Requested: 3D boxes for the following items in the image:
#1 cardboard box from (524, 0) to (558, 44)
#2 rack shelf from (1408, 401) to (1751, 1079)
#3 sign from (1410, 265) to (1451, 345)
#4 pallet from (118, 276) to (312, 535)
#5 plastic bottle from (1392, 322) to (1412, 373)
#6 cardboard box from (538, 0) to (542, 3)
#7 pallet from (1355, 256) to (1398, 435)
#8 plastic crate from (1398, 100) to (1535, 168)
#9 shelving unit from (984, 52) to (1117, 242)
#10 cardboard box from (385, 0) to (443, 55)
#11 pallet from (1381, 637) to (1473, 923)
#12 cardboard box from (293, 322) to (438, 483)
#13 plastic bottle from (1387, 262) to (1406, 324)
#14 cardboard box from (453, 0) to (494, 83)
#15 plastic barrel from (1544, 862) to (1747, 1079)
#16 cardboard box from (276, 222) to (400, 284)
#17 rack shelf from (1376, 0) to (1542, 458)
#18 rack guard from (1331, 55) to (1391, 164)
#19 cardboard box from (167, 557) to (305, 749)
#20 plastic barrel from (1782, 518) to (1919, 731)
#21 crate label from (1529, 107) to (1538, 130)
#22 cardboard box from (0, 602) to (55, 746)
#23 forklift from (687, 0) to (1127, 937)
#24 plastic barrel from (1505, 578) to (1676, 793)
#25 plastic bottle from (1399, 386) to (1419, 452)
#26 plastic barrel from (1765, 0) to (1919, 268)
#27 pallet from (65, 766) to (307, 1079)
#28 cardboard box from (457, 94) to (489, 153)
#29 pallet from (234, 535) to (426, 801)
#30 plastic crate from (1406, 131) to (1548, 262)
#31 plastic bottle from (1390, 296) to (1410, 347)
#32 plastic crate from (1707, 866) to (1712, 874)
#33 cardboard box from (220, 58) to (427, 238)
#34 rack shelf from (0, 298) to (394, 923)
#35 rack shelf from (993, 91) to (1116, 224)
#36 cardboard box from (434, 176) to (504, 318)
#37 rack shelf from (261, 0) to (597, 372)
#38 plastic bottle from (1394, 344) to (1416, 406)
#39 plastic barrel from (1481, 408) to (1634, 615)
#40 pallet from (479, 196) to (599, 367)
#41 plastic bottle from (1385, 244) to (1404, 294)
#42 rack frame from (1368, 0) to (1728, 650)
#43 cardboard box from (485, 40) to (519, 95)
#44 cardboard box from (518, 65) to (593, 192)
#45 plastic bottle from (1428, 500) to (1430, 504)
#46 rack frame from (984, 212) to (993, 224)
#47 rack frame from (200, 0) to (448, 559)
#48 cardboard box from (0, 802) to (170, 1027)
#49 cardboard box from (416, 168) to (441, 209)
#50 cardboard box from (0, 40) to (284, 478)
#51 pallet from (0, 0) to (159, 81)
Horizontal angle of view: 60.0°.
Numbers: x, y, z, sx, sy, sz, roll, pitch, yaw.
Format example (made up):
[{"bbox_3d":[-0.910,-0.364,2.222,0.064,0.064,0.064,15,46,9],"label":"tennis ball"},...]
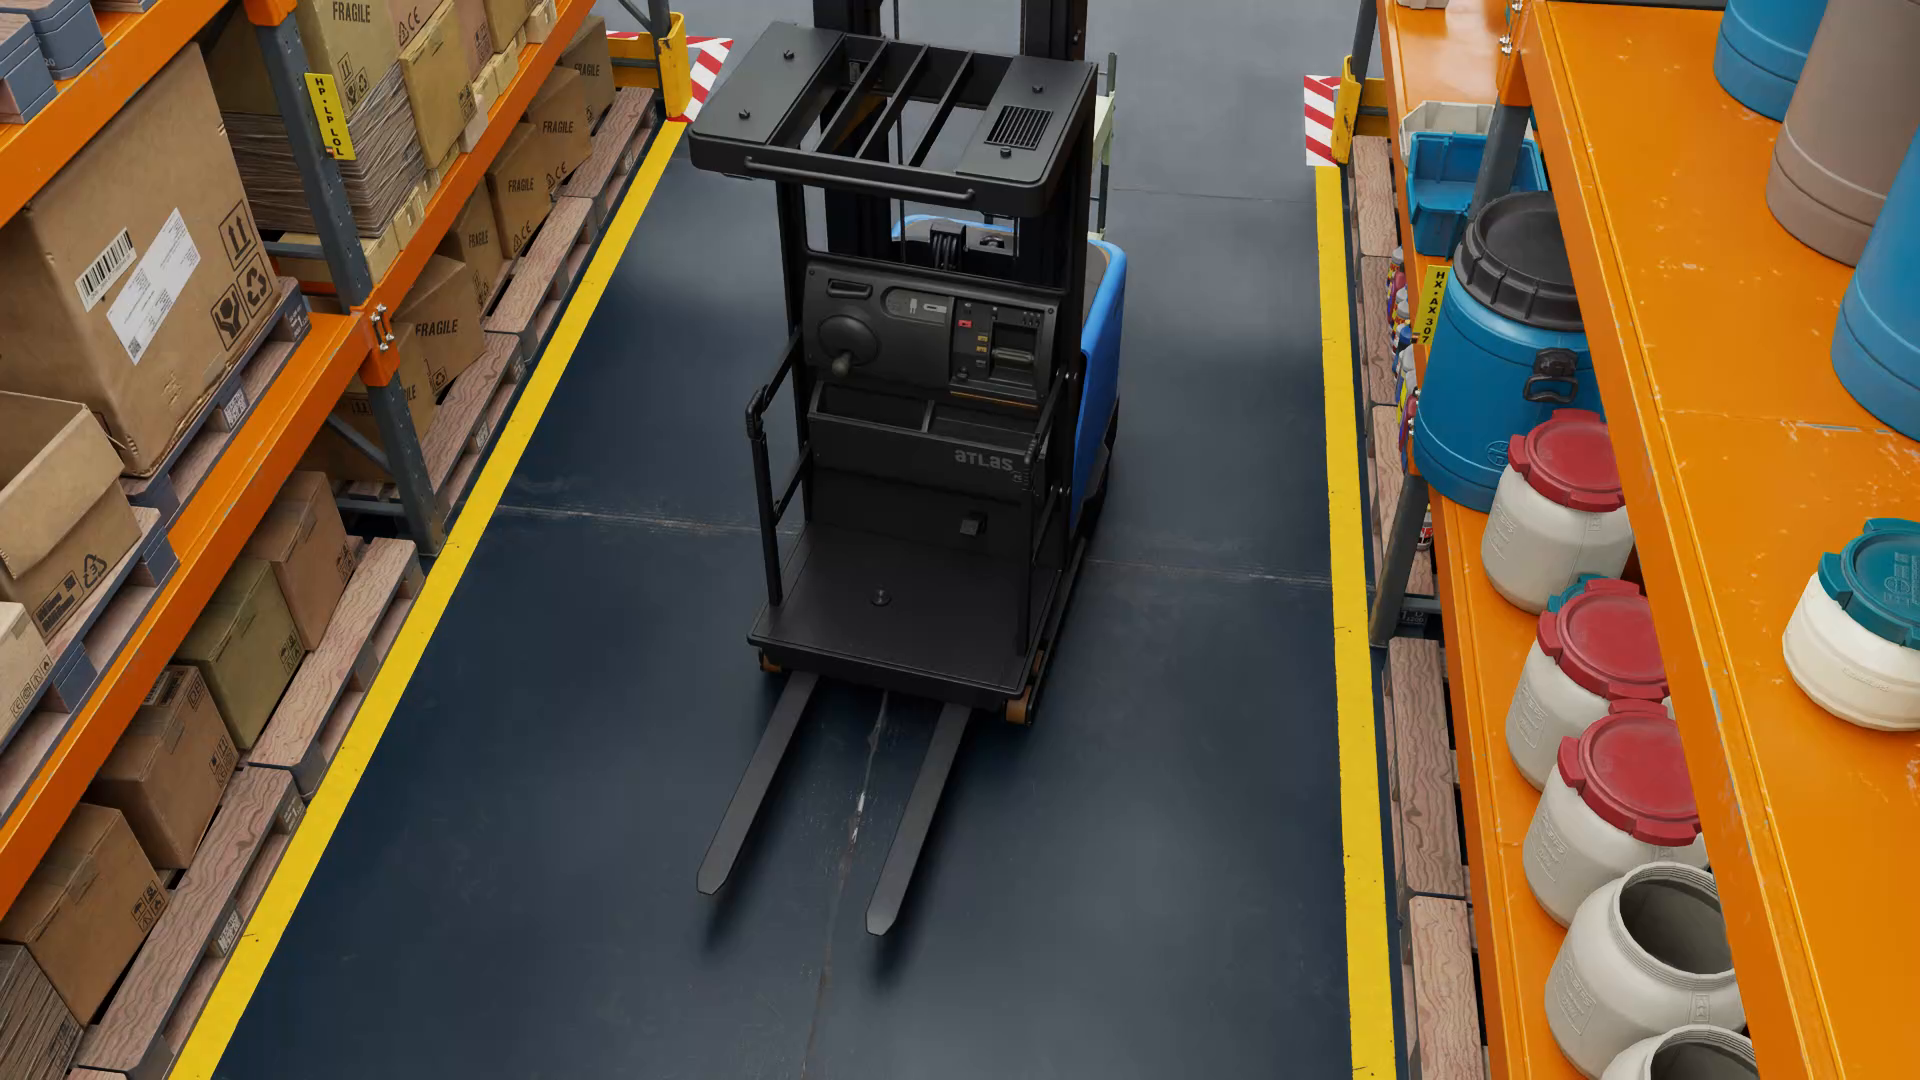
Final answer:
[{"bbox_3d":[-2.136,-2.486,7.876,0.380,0.149,0.250,5,44,6],"label":"cardboard box"},{"bbox_3d":[1.908,0.979,4.558,1.077,0.370,4.000,5,44,6],"label":"rack shelf"},{"bbox_3d":[1.628,-0.803,5.716,0.100,0.325,0.005,5,44,6],"label":"sign"},{"bbox_3d":[-2.983,-0.518,5.755,1.003,0.211,1.213,5,44,6],"label":"pallet"},{"bbox_3d":[2.067,-0.893,7.676,0.097,0.271,0.097,0,43,0],"label":"plastic bottle"},{"bbox_3d":[-2.365,-2.905,7.847,0.875,0.500,0.500,5,44,6],"label":"cardboard box"},{"bbox_3d":[2.461,-0.921,8.069,1.003,0.211,1.213,5,44,6],"label":"pallet"},{"bbox_3d":[2.136,-1.679,7.034,0.530,0.136,0.437,5,44,6],"label":"plastic crate"},{"bbox_3d":[0.399,-1.392,7.630,0.431,1.500,0.755,11,45,11],"label":"shelving unit"},{"bbox_3d":[-2.361,-2.227,6.404,0.500,0.500,0.500,5,44,6],"label":"cardboard box"},{"bbox_3d":[2.107,0.906,6.140,1.003,0.211,1.213,5,44,6],"label":"pallet"},{"bbox_3d":[-2.645,-0.609,7.225,0.500,0.500,0.500,4,44,4],"label":"cardboard box"},{"bbox_3d":[2.104,-1.185,7.975,0.061,0.283,0.133,6,44,6],"label":"plastic bottle"},{"bbox_3d":[-2.549,-2.228,7.133,0.875,0.500,0.500,5,44,6],"label":"cardboard box"},{"bbox_3d":[1.623,1.033,3.897,0.421,0.512,0.421,0,43,0],"label":"plastic barrel"},{"bbox_3d":[-2.411,-1.124,6.438,0.380,0.149,0.250,5,44,6],"label":"cardboard box"},{"bbox_3d":[2.437,-1.747,7.437,1.077,0.370,4.000,5,44,6],"label":"rack shelf"},{"bbox_3d":[2.738,-2.408,9.429,1.175,0.500,0.348,5,44,6],"label":"rack guard"},{"bbox_3d":[-2.922,0.392,6.152,0.700,0.500,0.500,5,44,5],"label":"cardboard box"},{"bbox_3d":[1.580,0.154,2.825,0.301,0.262,0.301,0,43,0],"label":"plastic barrel"},{"bbox_3d":[2.726,-2.105,7.266,0.502,0.435,0.616,5,44,6],"label":"crate label"},{"bbox_3d":[-2.817,0.411,4.438,0.500,0.250,0.500,4,44,4],"label":"cardboard box"},{"bbox_3d":[-0.169,-0.648,5.803,1.130,2.935,3.031,11,45,11],"label":"forklift"},{"bbox_3d":[1.731,0.437,4.508,0.433,0.535,0.433,0,43,0],"label":"plastic barrel"},{"bbox_3d":[1.977,-0.529,7.283,0.061,0.283,0.133,8,44,8],"label":"plastic bottle"},{"bbox_3d":[2.234,-1.105,3.689,0.600,0.901,0.600,0,43,0],"label":"plastic barrel"},{"bbox_3d":[-2.998,1.282,5.743,1.003,0.211,1.213,5,44,6],"label":"pallet"},{"bbox_3d":[-2.262,-1.804,7.156,0.380,0.149,0.250,5,44,6],"label":"cardboard box"},{"bbox_3d":[-2.839,0.448,6.624,1.003,0.211,1.213,5,44,6],"label":"pallet"},{"bbox_3d":[2.049,-1.370,6.624,0.499,0.251,0.616,5,44,6],"label":"plastic crate"},{"bbox_3d":[2.094,-1.031,7.822,0.097,0.271,0.097,0,43,0],"label":"plastic bottle"},{"bbox_3d":[2.222,0.644,4.542,0.450,0.188,0.662,5,44,6],"label":"plastic crate"},{"bbox_3d":[-2.617,-1.541,6.407,0.875,0.500,0.500,5,44,6],"label":"cardboard box"},{"bbox_3d":[-3.002,0.529,5.033,1.077,0.370,4.000,5,44,6],"label":"rack shelf"},{"bbox_3d":[0.399,-1.676,7.361,0.431,0.370,0.720,11,45,11],"label":"rack shelf"},{"bbox_3d":[-2.572,-1.431,8.092,0.500,0.500,0.500,2,43,2],"label":"cardboard box"},{"bbox_3d":[-2.473,-2.197,7.912,1.077,0.370,4.000,5,44,6],"label":"rack shelf"},{"bbox_3d":[2.065,-0.742,7.514,0.152,0.276,0.135,6,44,6],"label":"plastic bottle"},{"bbox_3d":[1.828,-0.063,5.036,0.433,0.535,0.433,0,43,0],"label":"plastic barrel"},{"bbox_3d":[-2.525,-1.378,8.552,1.003,0.211,1.213,5,44,6],"label":"pallet"},{"bbox_3d":[2.152,-1.333,8.141,0.097,0.271,0.097,0,43,0],"label":"plastic bottle"},{"bbox_3d":[2.172,-0.645,5.750,1.000,3.000,0.127,5,44,6],"label":"rack frame"},{"bbox_3d":[-2.226,-2.147,7.519,0.380,0.149,0.250,5,44,6],"label":"cardboard box"},{"bbox_3d":[-2.353,-2.232,8.938,0.500,0.500,0.500,16,46,16],"label":"cardboard box"},{"bbox_3d":[1.972,-0.308,7.001,0.144,0.351,0.185,4,44,4],"label":"plastic bottle"},{"bbox_3d":[0.301,-1.150,7.374,0.400,1.500,0.023,11,45,11],"label":"rack frame"},{"bbox_3d":[-2.737,-1.096,6.225,1.000,3.000,0.127,5,44,6],"label":"rack frame"},{"bbox_3d":[-3.069,1.154,5.348,0.700,0.500,0.500,9,44,9],"label":"cardboard box"},{"bbox_3d":[-2.359,-1.466,6.799,0.380,0.149,0.250,5,44,6],"label":"cardboard box"},{"bbox_3d":[-2.981,-0.937,5.316,1.000,1.000,1.000,6,44,6],"label":"cardboard box"},{"bbox_3d":[-2.925,-1.706,4.825,1.213,0.211,1.003,5,44,6],"label":"pallet"}]
